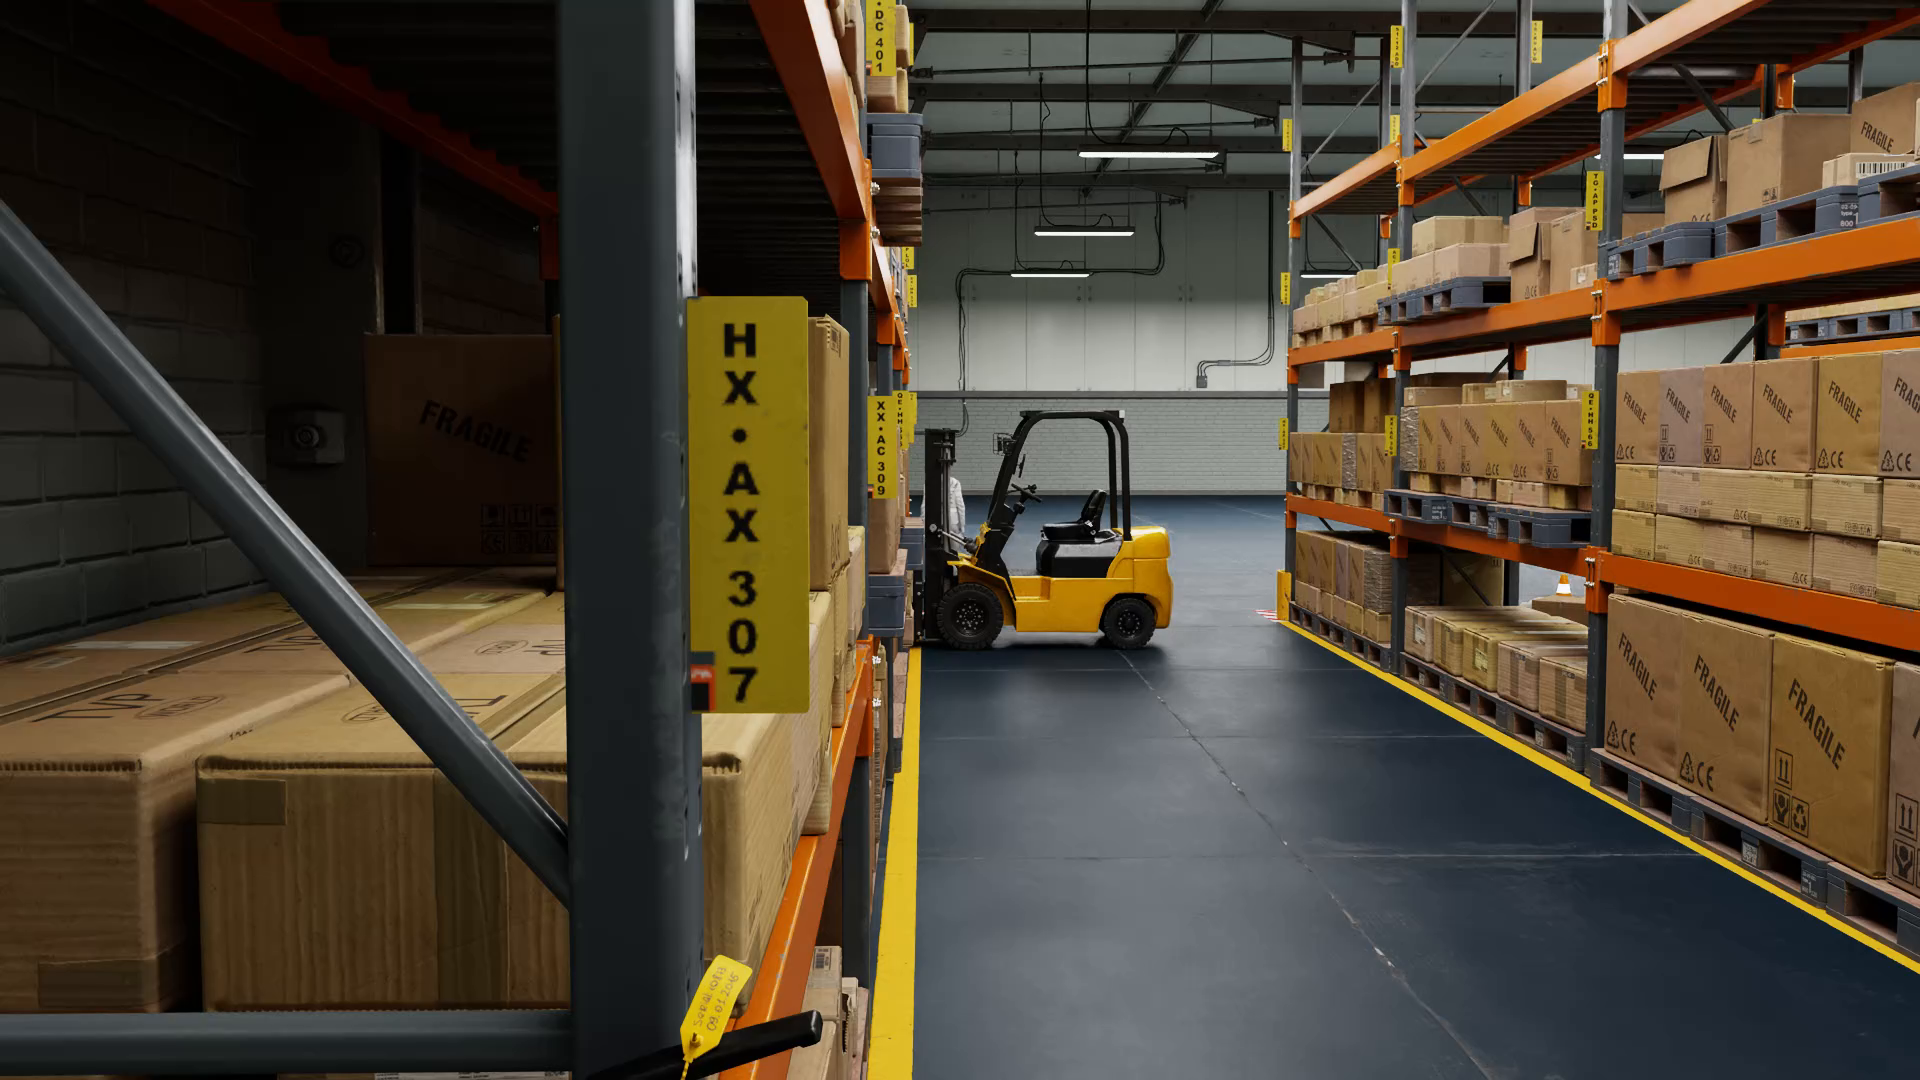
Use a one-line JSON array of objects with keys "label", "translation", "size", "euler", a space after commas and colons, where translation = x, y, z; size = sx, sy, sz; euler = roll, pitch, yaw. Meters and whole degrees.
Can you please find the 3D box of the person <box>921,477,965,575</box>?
[{"label": "person", "translation": [-0.201, -0.156, 19.649], "size": [0.526, 1.663, 0.375], "euler": [0, 4, -2]}]
